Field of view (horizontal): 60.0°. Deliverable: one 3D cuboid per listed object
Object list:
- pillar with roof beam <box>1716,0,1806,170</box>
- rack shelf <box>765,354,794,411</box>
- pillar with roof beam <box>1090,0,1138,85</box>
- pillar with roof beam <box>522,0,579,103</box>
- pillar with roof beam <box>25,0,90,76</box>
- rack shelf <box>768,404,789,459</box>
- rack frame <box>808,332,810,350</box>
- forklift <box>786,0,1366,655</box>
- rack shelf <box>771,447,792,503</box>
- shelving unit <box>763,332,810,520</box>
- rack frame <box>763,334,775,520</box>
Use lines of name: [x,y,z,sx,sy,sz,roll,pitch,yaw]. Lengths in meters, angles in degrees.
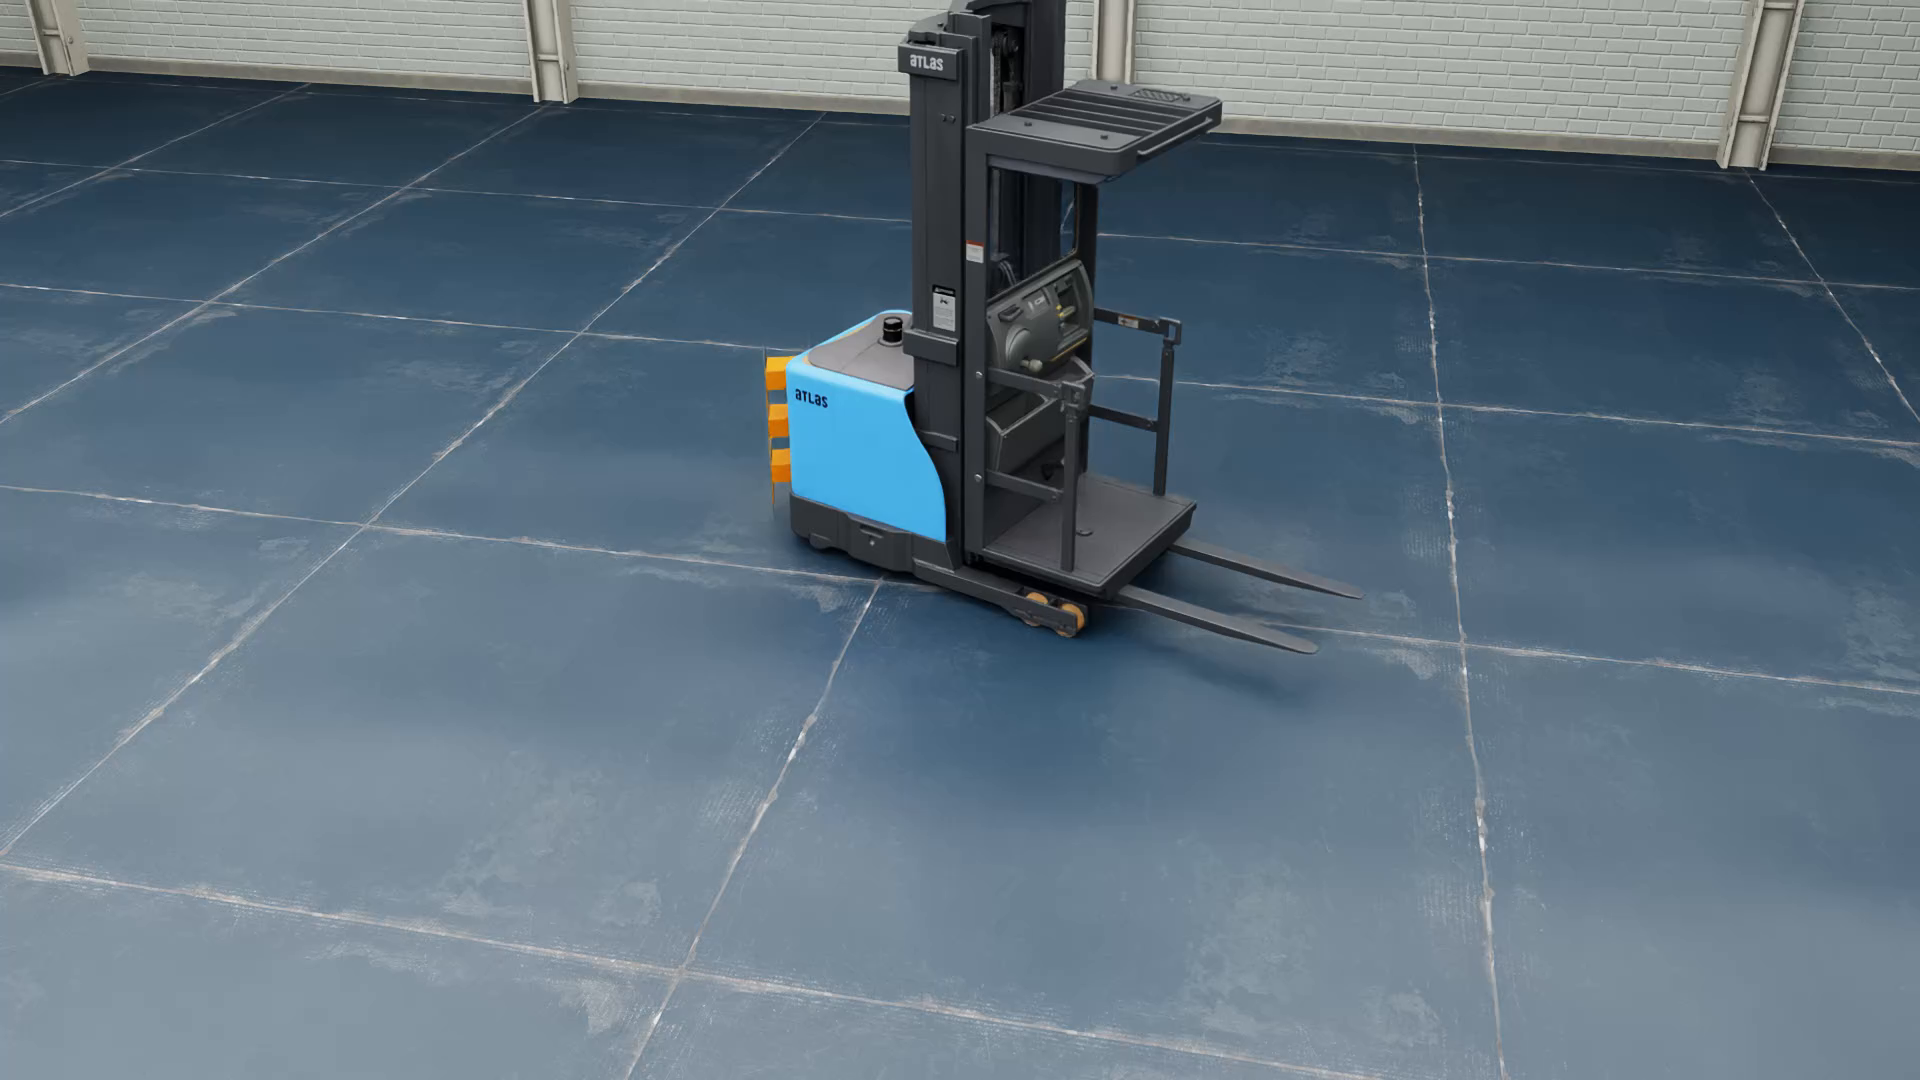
pillar with roof beam: [6.488,-5.480,9.888,0.400,9.000,9.100,6,29,11]
rack shelf: [-0.946,-0.869,9.173,0.240,0.259,0.215,-2,28,-4]
pillar with roof beam: [0.620,-6.081,10.987,0.400,9.000,9.100,6,29,11]
pillar with roof beam: [-5.248,-6.683,12.086,0.400,9.000,9.100,6,29,11]
pillar with roof beam: [-11.115,-7.285,13.185,0.400,9.000,9.100,6,29,11]
rack shelf: [-0.946,-0.619,9.306,0.240,0.259,0.215,-2,28,-4]
rack frame: [-0.825,-0.633,9.310,0.008,1.050,0.200,-2,28,-4]
forklift: [0.579,-1.088,8.185,3.031,2.935,1.130,17,33,29]
rack shelf: [-0.946,-0.374,9.437,0.240,0.259,0.215,-2,28,-4]
shelving unit: [-0.946,-0.628,9.301,0.252,1.050,0.215,-2,28,-4]
rack frame: [-1.068,-0.623,9.293,0.008,1.050,0.200,-2,28,-4]
